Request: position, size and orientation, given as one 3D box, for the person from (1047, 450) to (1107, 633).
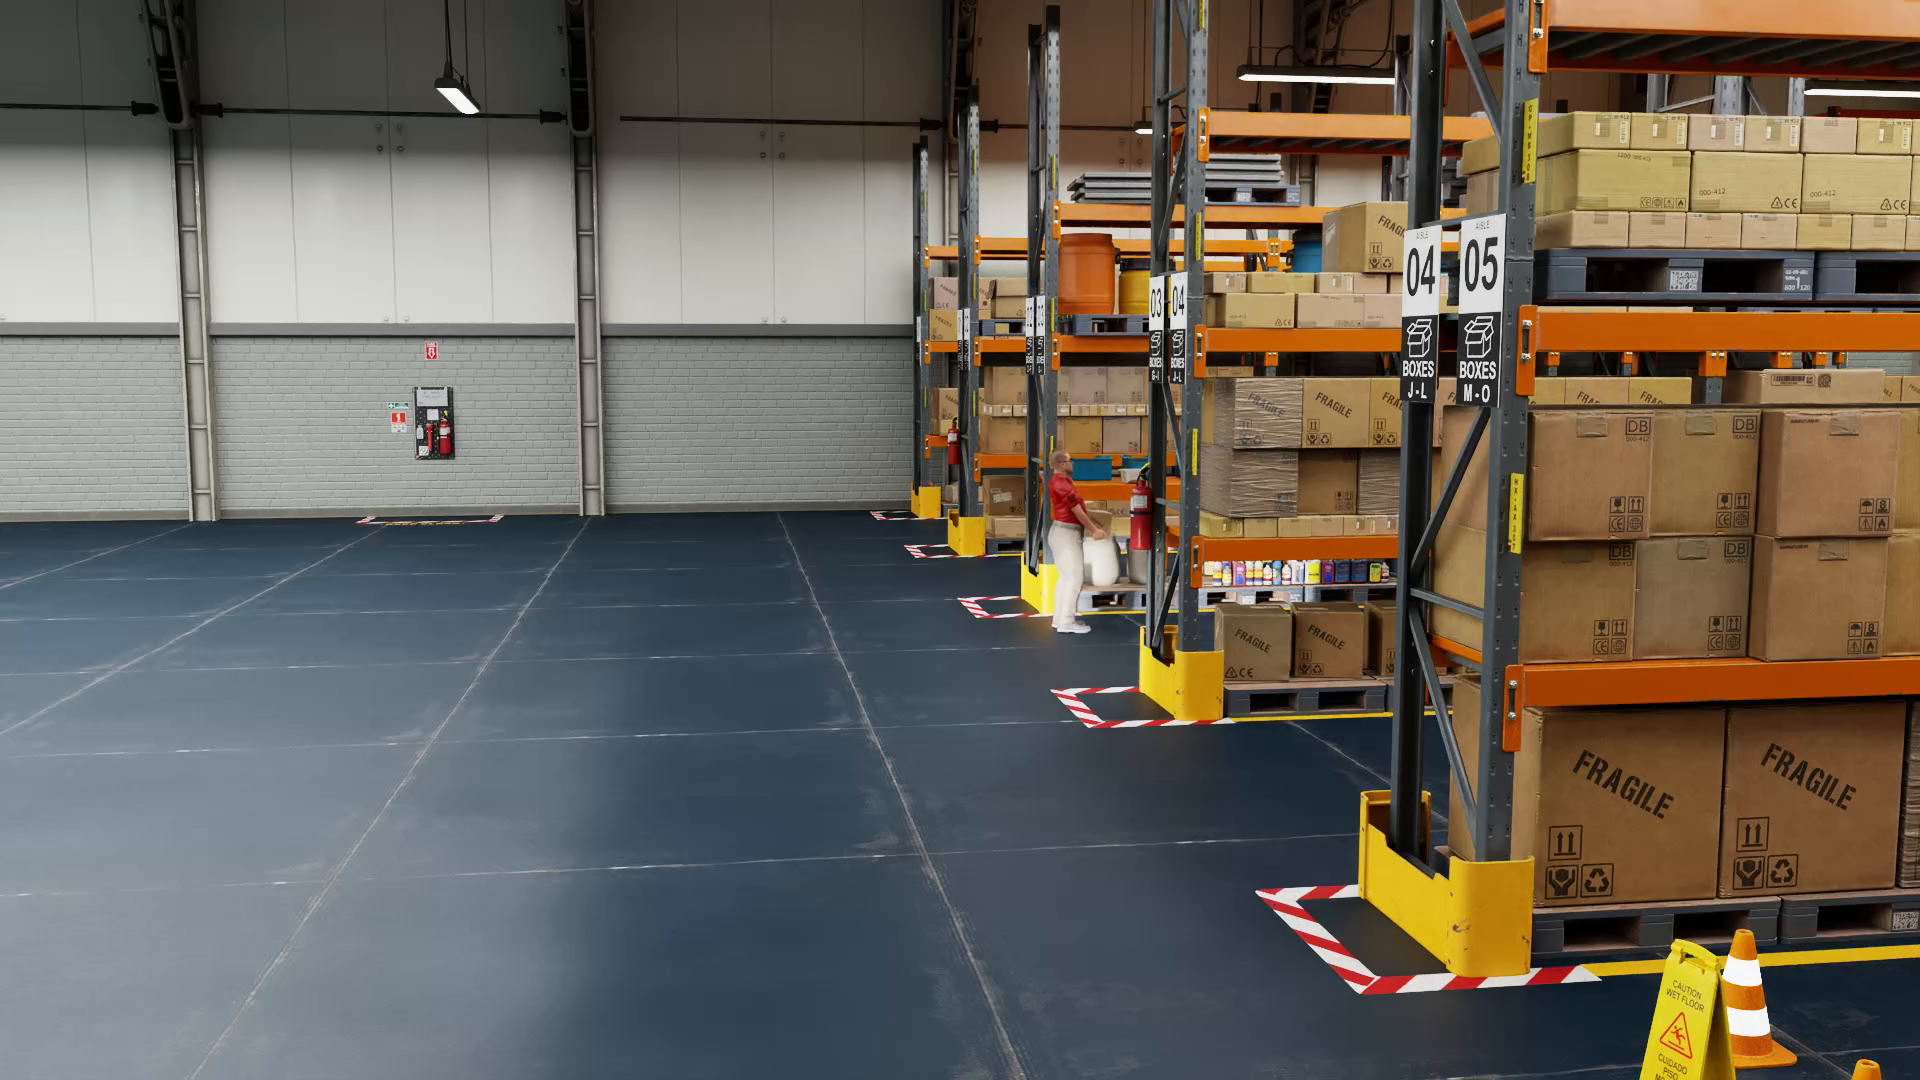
[{"bbox_3d":[1.104,0.002,15.803,0.530,1.715,0.495,-1,7,-9],"label":"person"}]
